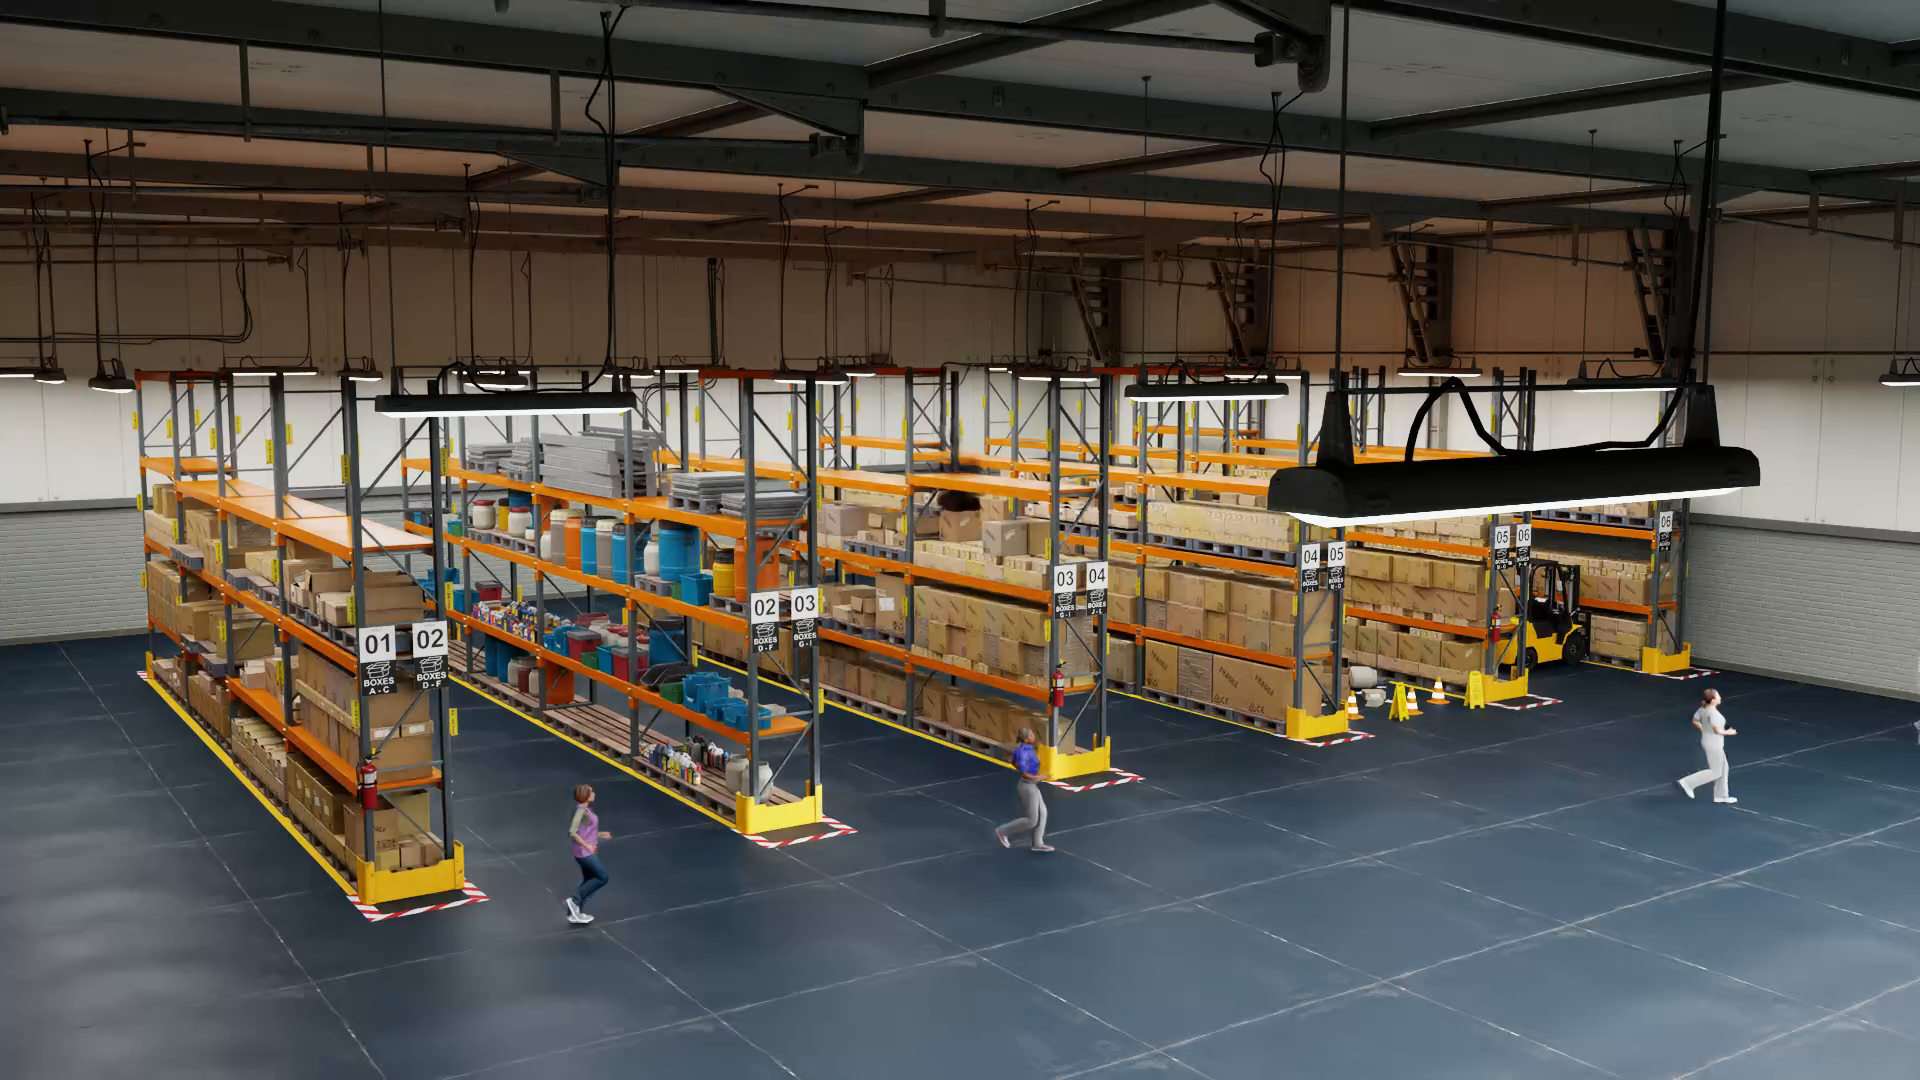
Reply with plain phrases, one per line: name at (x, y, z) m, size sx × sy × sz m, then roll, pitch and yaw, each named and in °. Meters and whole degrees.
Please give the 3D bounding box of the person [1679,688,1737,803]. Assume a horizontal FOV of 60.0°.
person at (10.514, 2.885, 23.336) m, size 0.833 × 1.637 × 0.576 m, roll 0°, pitch 6°, yaw 4°

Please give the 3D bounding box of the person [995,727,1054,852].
person at (0.845, 3.200, 21.047) m, size 0.705 × 1.528 × 0.585 m, roll 0°, pitch 6°, yaw -2°

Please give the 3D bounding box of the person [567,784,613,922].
person at (-4.120, 3.472, 18.468) m, size 0.521 × 1.555 × 0.518 m, roll -1°, pitch 7°, yaw -13°
